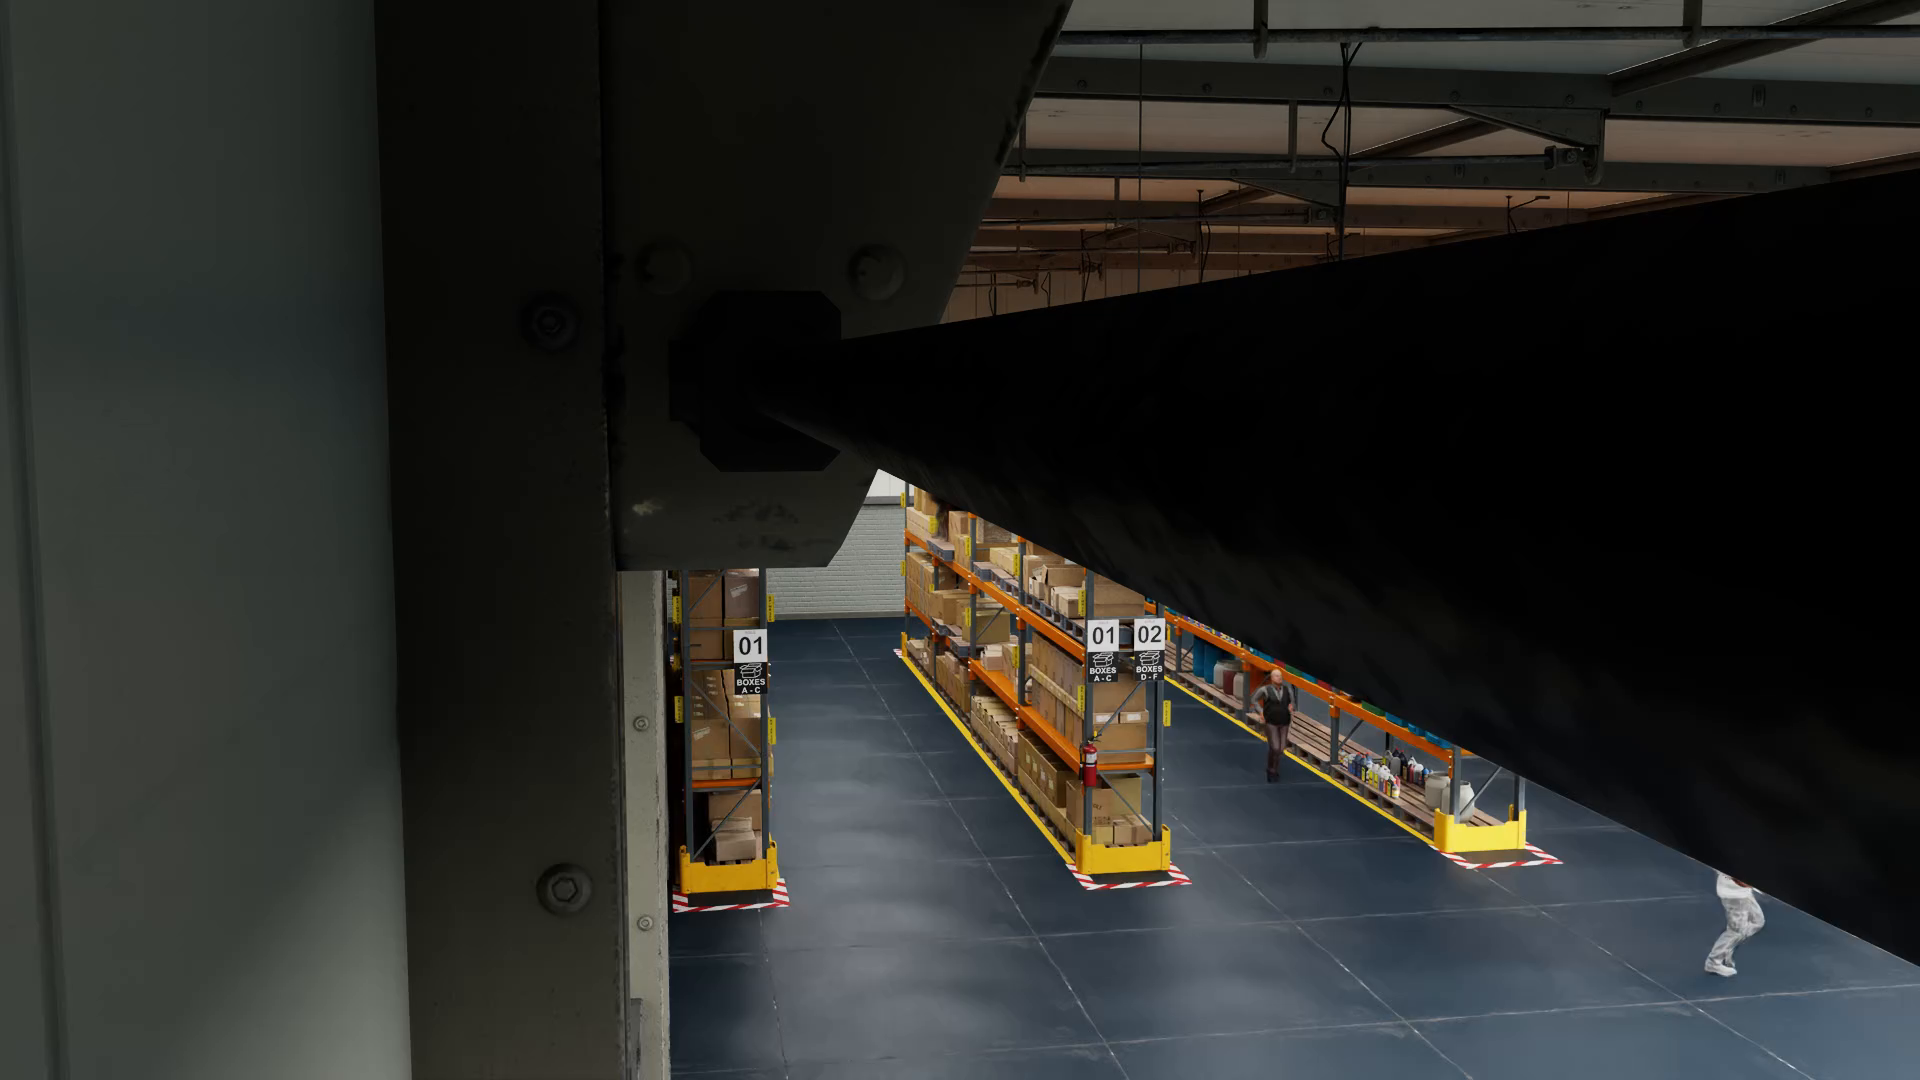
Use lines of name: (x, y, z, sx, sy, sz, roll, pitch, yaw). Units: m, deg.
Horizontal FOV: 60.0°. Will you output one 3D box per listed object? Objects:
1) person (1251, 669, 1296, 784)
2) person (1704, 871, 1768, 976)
person: (4.838, 2.855, 25.394, 0.638, 1.751, 0.686, -1, 6, -14)
person: (8.102, 3.666, 17.299, 0.590, 1.736, 0.695, 2, 6, 19)
